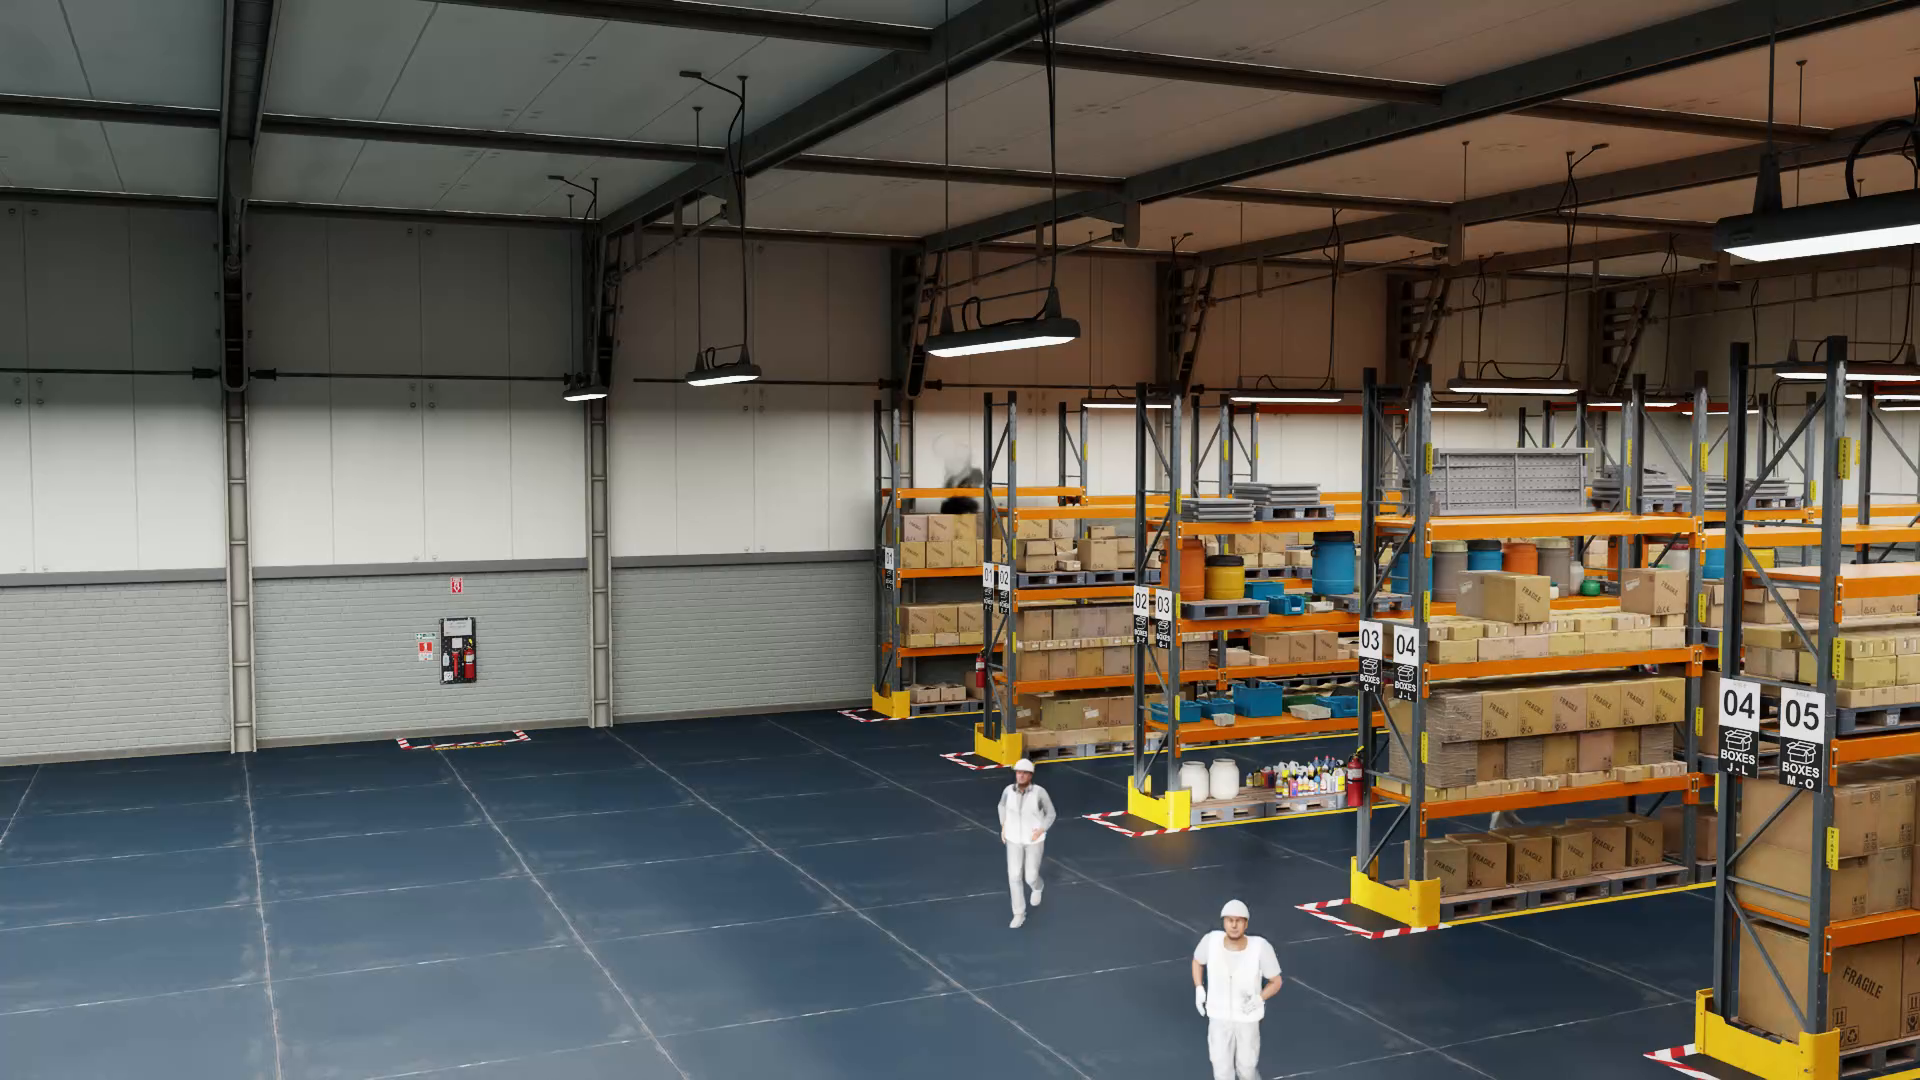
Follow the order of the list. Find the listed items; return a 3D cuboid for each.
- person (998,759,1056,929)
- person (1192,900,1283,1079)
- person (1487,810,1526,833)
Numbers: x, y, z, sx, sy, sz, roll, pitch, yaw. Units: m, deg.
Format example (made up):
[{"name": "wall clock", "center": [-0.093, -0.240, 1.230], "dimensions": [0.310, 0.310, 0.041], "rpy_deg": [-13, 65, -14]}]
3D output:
[{"name": "person", "center": [0.715, 3.245, 18.060], "dimensions": [0.672, 1.772, 0.849], "rpy_deg": [1, 3, 14]}, {"name": "person", "center": [2.046, 3.553, 12.374], "dimensions": [0.688, 1.783, 0.837], "rpy_deg": [1, 3, 16]}, {"name": "person", "center": [6.836, 3.084, 20.954], "dimensions": [0.951, 1.673, 0.565], "rpy_deg": [-2, 4, -32]}]
